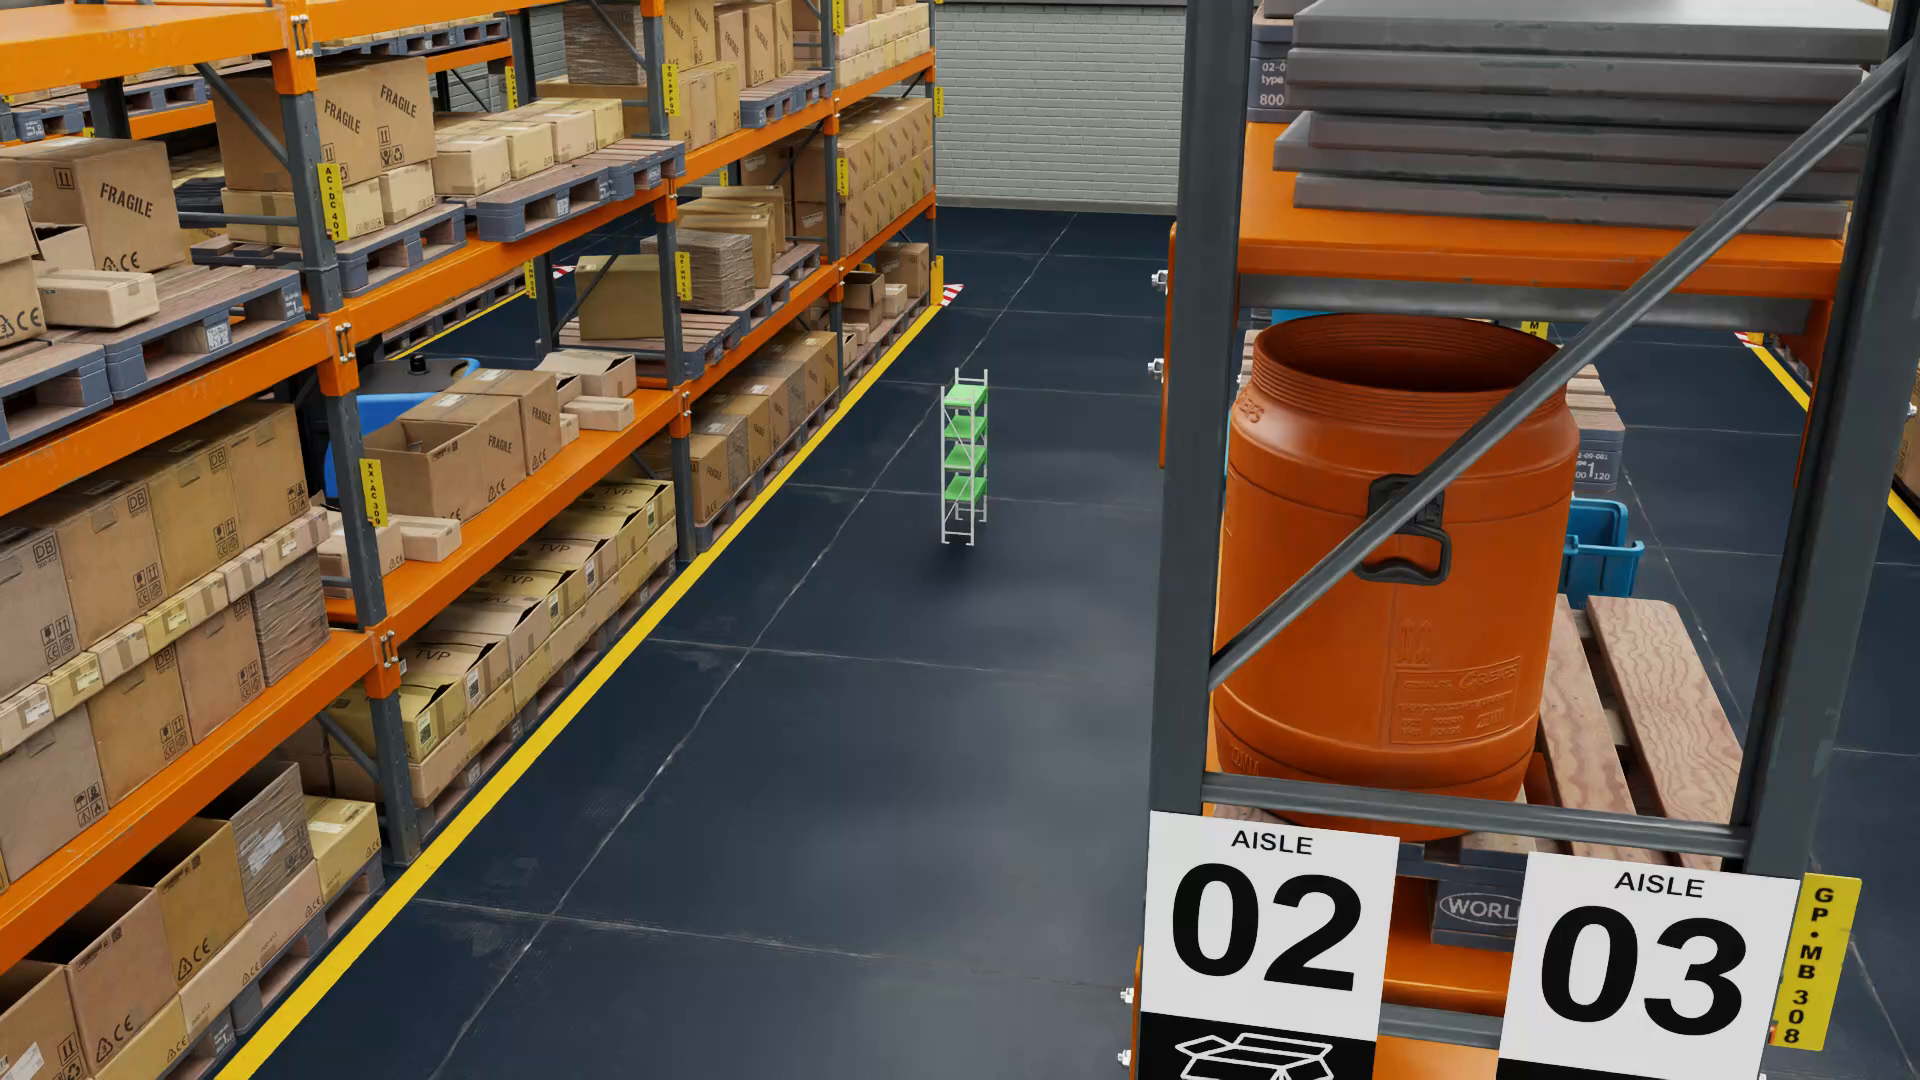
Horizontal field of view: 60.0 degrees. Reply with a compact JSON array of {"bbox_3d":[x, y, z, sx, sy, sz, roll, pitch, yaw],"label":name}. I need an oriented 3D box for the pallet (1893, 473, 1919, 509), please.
[{"bbox_3d":[8.023,-0.405,13.078,1.003,0.211,1.213,4,22,11],"label":"pallet"}]

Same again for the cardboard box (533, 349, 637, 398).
[{"bbox_3d":[-2.524,-1.109,11.212,0.500,0.311,0.500,6,23,14],"label":"cardboard box"}]

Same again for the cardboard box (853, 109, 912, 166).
[{"bbox_3d":[-0.800,-4.158,17.190,0.500,0.500,0.500,5,22,12],"label":"cardboard box"}]

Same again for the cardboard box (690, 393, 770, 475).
[{"bbox_3d":[-1.826,-0.845,13.193,0.500,0.500,0.500,4,22,10],"label":"cardboard box"}]

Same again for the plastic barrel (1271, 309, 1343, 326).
[{"bbox_3d":[1.317,-0.902,5.329,0.600,0.901,0.708,4,22,11],"label":"plastic barrel"}]

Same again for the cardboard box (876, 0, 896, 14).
[{"bbox_3d":[-1.046,-5.551,16.635,0.700,0.500,0.500,4,22,11],"label":"cardboard box"}]

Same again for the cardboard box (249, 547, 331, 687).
[{"bbox_3d":[-3.308,0.299,7.463,0.700,0.500,0.500,4,22,10],"label":"cardboard box"}]

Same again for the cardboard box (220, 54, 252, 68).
[{"bbox_3d":[-6.728,-4.448,14.645,0.700,0.500,0.500,3,22,8],"label":"cardboard box"}]

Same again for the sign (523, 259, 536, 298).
[{"bbox_3d":[-2.940,-1.819,11.410,0.100,0.325,0.005,4,22,11],"label":"sign"}]

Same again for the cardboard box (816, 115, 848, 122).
[{"bbox_3d":[-1.432,-4.014,16.833,0.500,0.500,0.500,4,22,10],"label":"cardboard box"}]

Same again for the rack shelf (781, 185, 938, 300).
[{"bbox_3d":[-1.183,-3.141,17.101,1.077,0.370,4.000,4,22,11],"label":"rack shelf"}]

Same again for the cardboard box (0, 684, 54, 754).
[{"bbox_3d":[-3.434,0.609,5.825,0.380,0.149,0.250,5,22,11],"label":"cardboard box"}]

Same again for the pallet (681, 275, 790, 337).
[{"bbox_3d":[-2.015,-1.903,13.321,1.003,0.211,1.213,4,22,11],"label":"pallet"}]

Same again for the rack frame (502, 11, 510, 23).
[{"bbox_3d":[-5.625,-7.365,18.596,1.000,3.000,0.127,4,22,11],"label":"rack frame"}]

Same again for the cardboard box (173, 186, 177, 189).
[{"bbox_3d":[-6.705,-2.724,13.540,0.500,0.250,0.500,5,22,11],"label":"cardboard box"}]

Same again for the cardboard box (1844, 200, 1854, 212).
[{"bbox_3d":[8.358,-3.338,15.426,0.500,0.500,0.500,4,22,9],"label":"cardboard box"}]

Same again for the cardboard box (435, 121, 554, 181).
[{"bbox_3d":[-2.662,-2.225,9.488,0.500,0.250,0.500,4,22,10],"label":"cardboard box"}]

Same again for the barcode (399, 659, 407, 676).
[{"bbox_3d":[-2.764,0.631,8.244,0.001,0.075,0.075,4,22,11],"label":"barcode"}]

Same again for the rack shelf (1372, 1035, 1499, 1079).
[{"bbox_3d":[1.217,1.627,5.263,1.077,0.370,4.000,4,22,11],"label":"rack shelf"}]

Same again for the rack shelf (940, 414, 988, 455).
[{"bbox_3d":[0.034,-0.780,12.214,0.258,0.148,0.480,4,22,11],"label":"rack shelf"}]

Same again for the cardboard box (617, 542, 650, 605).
[{"bbox_3d":[-2.377,0.200,10.960,0.500,0.250,0.500,4,22,10],"label":"cardboard box"}]

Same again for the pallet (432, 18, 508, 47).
[{"bbox_3d":[-5.766,-5.661,18.497,1.003,0.211,1.213,4,22,11],"label":"pallet"}]

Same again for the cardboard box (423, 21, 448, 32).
[{"bbox_3d":[-5.721,-5.476,17.426,0.500,0.250,0.500,4,22,9],"label":"cardboard box"}]

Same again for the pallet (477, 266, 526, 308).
[{"bbox_3d":[-5.711,-2.991,19.497,1.003,0.211,1.213,4,22,11],"label":"pallet"}]

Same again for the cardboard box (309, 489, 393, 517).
[{"bbox_3d":[-3.224,-0.091,8.744,0.396,0.266,0.258,4,22,10],"label":"cardboard box"}]

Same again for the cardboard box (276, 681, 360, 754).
[{"bbox_3d":[-3.421,0.833,8.638,0.500,0.311,0.500,4,22,11],"label":"cardboard box"}]

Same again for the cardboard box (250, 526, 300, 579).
[{"bbox_3d":[-3.122,0.041,7.234,0.380,0.149,0.250,4,22,10],"label":"cardboard box"}]

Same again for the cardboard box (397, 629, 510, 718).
[{"bbox_3d":[-2.788,0.688,8.998,0.500,0.311,0.500,4,22,10],"label":"cardboard box"}]

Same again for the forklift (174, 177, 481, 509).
[{"bbox_3d":[-5.193,-1.554,12.289,3.031,2.935,1.130,-3,22,-7],"label":"forklift"}]

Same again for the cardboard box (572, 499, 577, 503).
[{"bbox_3d":[-2.802,-0.291,11.428,0.500,0.311,0.500,5,23,13],"label":"cardboard box"}]

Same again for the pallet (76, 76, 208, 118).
[{"bbox_3d":[-6.953,-3.609,13.538,1.003,0.211,1.213,6,23,13],"label":"pallet"}]

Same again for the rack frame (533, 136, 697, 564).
[{"bbox_3d":[-2.407,-1.280,11.518,1.000,3.000,0.127,4,22,11],"label":"rack frame"}]

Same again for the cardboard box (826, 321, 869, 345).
[{"bbox_3d":[-1.127,-2.087,16.725,0.380,0.166,0.250,4,22,11],"label":"cardboard box"}]

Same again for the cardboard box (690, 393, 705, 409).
[{"bbox_3d":[-2.340,-0.874,13.266,0.500,0.500,0.500,4,22,9],"label":"cardboard box"}]

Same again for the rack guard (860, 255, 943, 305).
[{"bbox_3d":[-0.790,-3.019,19.180,1.175,0.500,0.348,4,22,11],"label":"rack guard"}]

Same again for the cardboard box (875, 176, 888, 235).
[{"bbox_3d":[-1.015,-3.326,16.462,0.500,0.500,0.500,4,22,11],"label":"cardboard box"}]

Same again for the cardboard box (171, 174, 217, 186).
[{"bbox_3d":[-6.607,-2.912,14.005,0.500,0.250,0.500,4,22,10],"label":"cardboard box"}]

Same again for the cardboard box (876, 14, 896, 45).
[{"bbox_3d":[-0.933,-5.004,16.279,0.500,0.250,0.500,4,22,11],"label":"cardboard box"}]

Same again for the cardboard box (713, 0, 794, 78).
[{"bbox_3d":[-1.766,-4.244,14.030,0.600,0.600,0.600,2,22,6],"label":"cardboard box"}]

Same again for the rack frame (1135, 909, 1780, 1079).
[{"bbox_3d":[0.809,2.024,3.312,1.000,3.000,0.127,4,22,11],"label":"rack frame"}]

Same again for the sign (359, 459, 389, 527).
[{"bbox_3d":[-2.680,-0.214,7.605,0.100,0.325,0.005,4,22,11],"label":"sign"}]

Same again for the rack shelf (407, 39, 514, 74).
[{"bbox_3d":[-6.033,-4.909,17.475,1.077,0.370,4.000,4,22,11],"label":"rack shelf"}]

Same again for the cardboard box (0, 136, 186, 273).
[{"bbox_3d":[-3.584,-1.351,6.794,0.500,0.500,0.500,6,23,15],"label":"cardboard box"}]

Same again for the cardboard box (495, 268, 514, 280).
[{"bbox_3d":[-5.670,-3.354,19.451,0.700,0.500,0.500,4,22,11],"label":"cardboard box"}]

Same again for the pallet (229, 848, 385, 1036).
[{"bbox_3d":[-3.427,1.763,7.692,1.003,0.211,1.213,4,22,11],"label":"pallet"}]

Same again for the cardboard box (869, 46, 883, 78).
[{"bbox_3d":[-1.040,-4.589,15.920,0.500,0.250,0.500,4,22,11],"label":"cardboard box"}]

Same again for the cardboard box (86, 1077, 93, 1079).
[{"bbox_3d":[-3.511,2.181,6.042,0.500,0.250,0.500,4,22,11],"label":"cardboard box"}]

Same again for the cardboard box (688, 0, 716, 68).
[{"bbox_3d":[-2.104,-3.714,12.073,0.500,0.500,0.500,4,22,11],"label":"cardboard box"}]

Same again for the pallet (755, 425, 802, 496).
[{"bbox_3d":[-1.967,-0.702,13.814,1.003,0.211,1.213,4,22,11],"label":"pallet"}]

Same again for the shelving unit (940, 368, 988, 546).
[{"bbox_3d":[0.034,-0.617,12.280,0.258,1.200,0.503,4,22,11],"label":"shelving unit"}]

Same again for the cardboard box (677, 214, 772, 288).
[{"bbox_3d":[-1.891,-2.334,13.437,0.700,0.500,0.500,-1,22,-3],"label":"cardboard box"}]

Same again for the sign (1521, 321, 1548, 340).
[{"bbox_3d":[2.161,-0.788,6.268,0.100,0.325,0.005,4,22,11],"label":"sign"}]
